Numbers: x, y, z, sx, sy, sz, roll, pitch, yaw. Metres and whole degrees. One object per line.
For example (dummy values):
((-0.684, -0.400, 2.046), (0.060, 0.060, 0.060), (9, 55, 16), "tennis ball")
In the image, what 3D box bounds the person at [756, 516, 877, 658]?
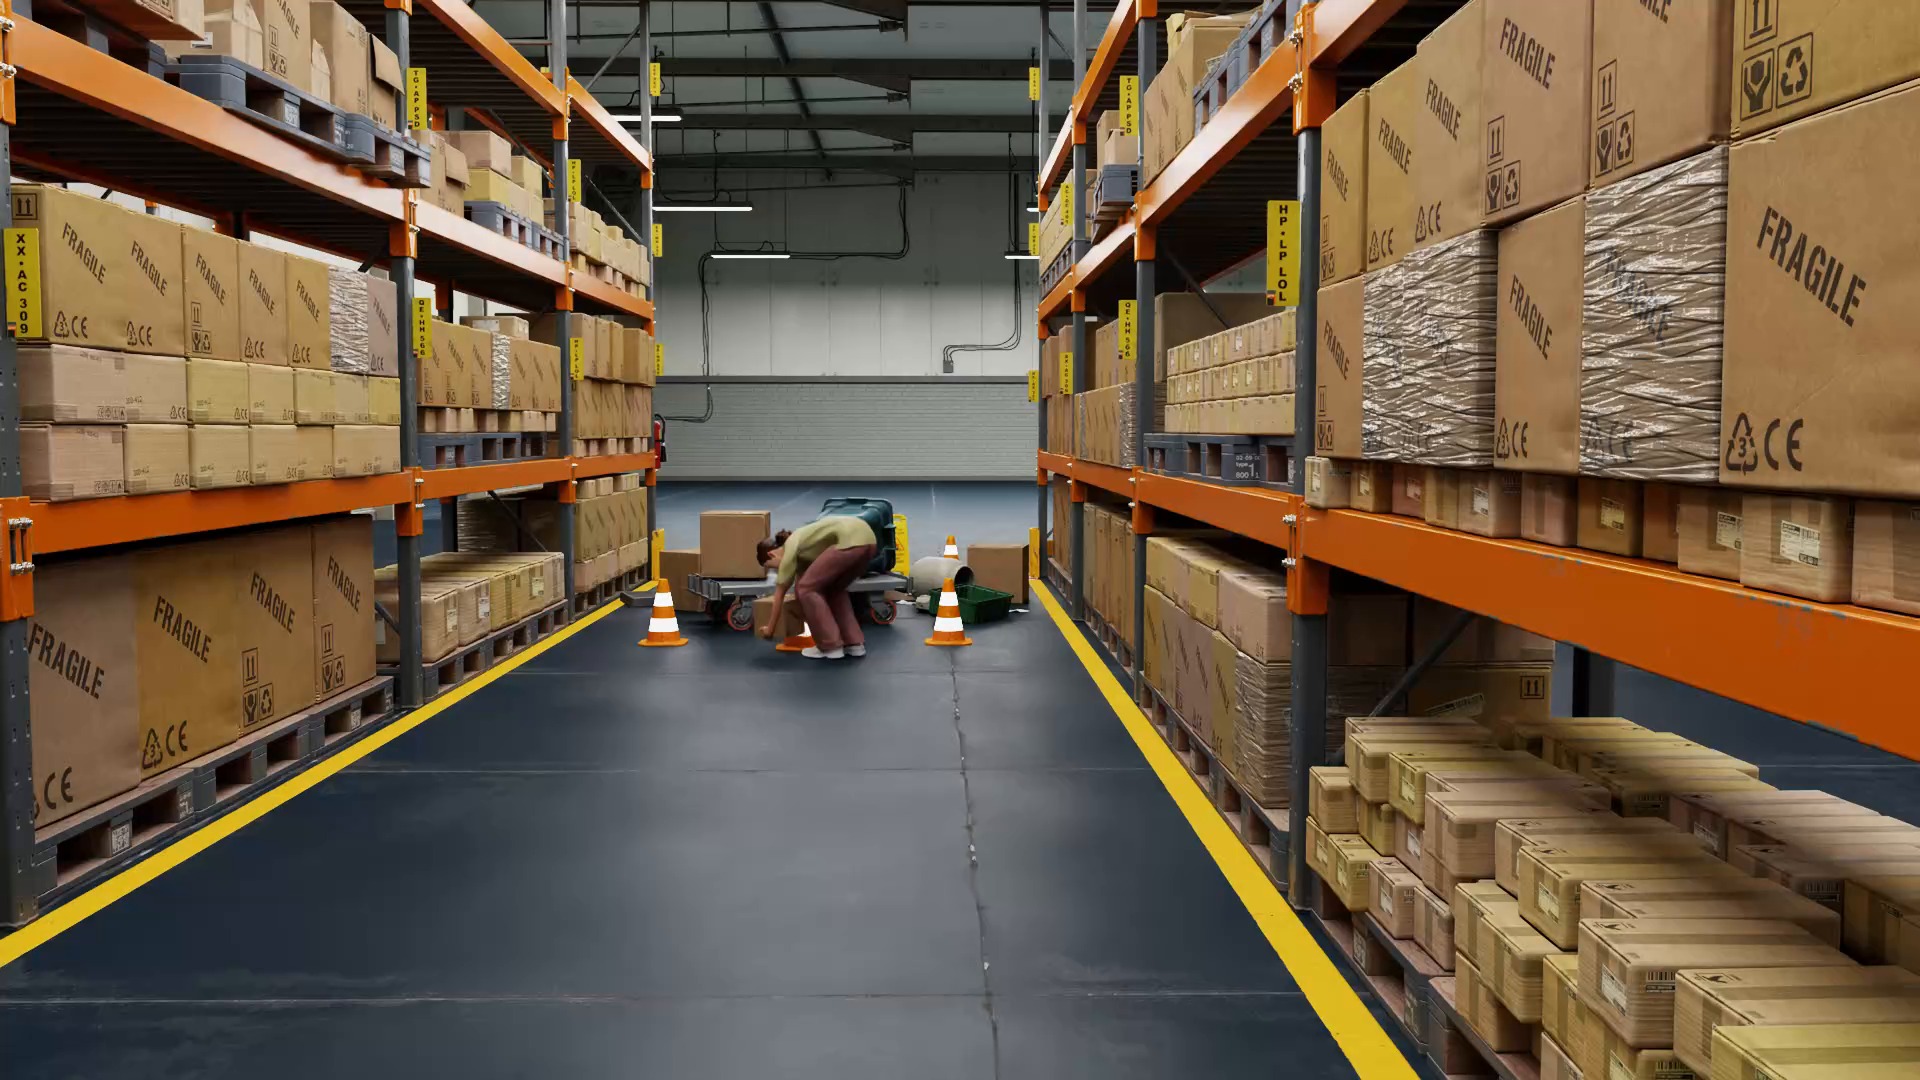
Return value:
((-0.975, 0.311, 11.234), (0.855, 0.950, 0.452), (2, 4, 25), "person")
